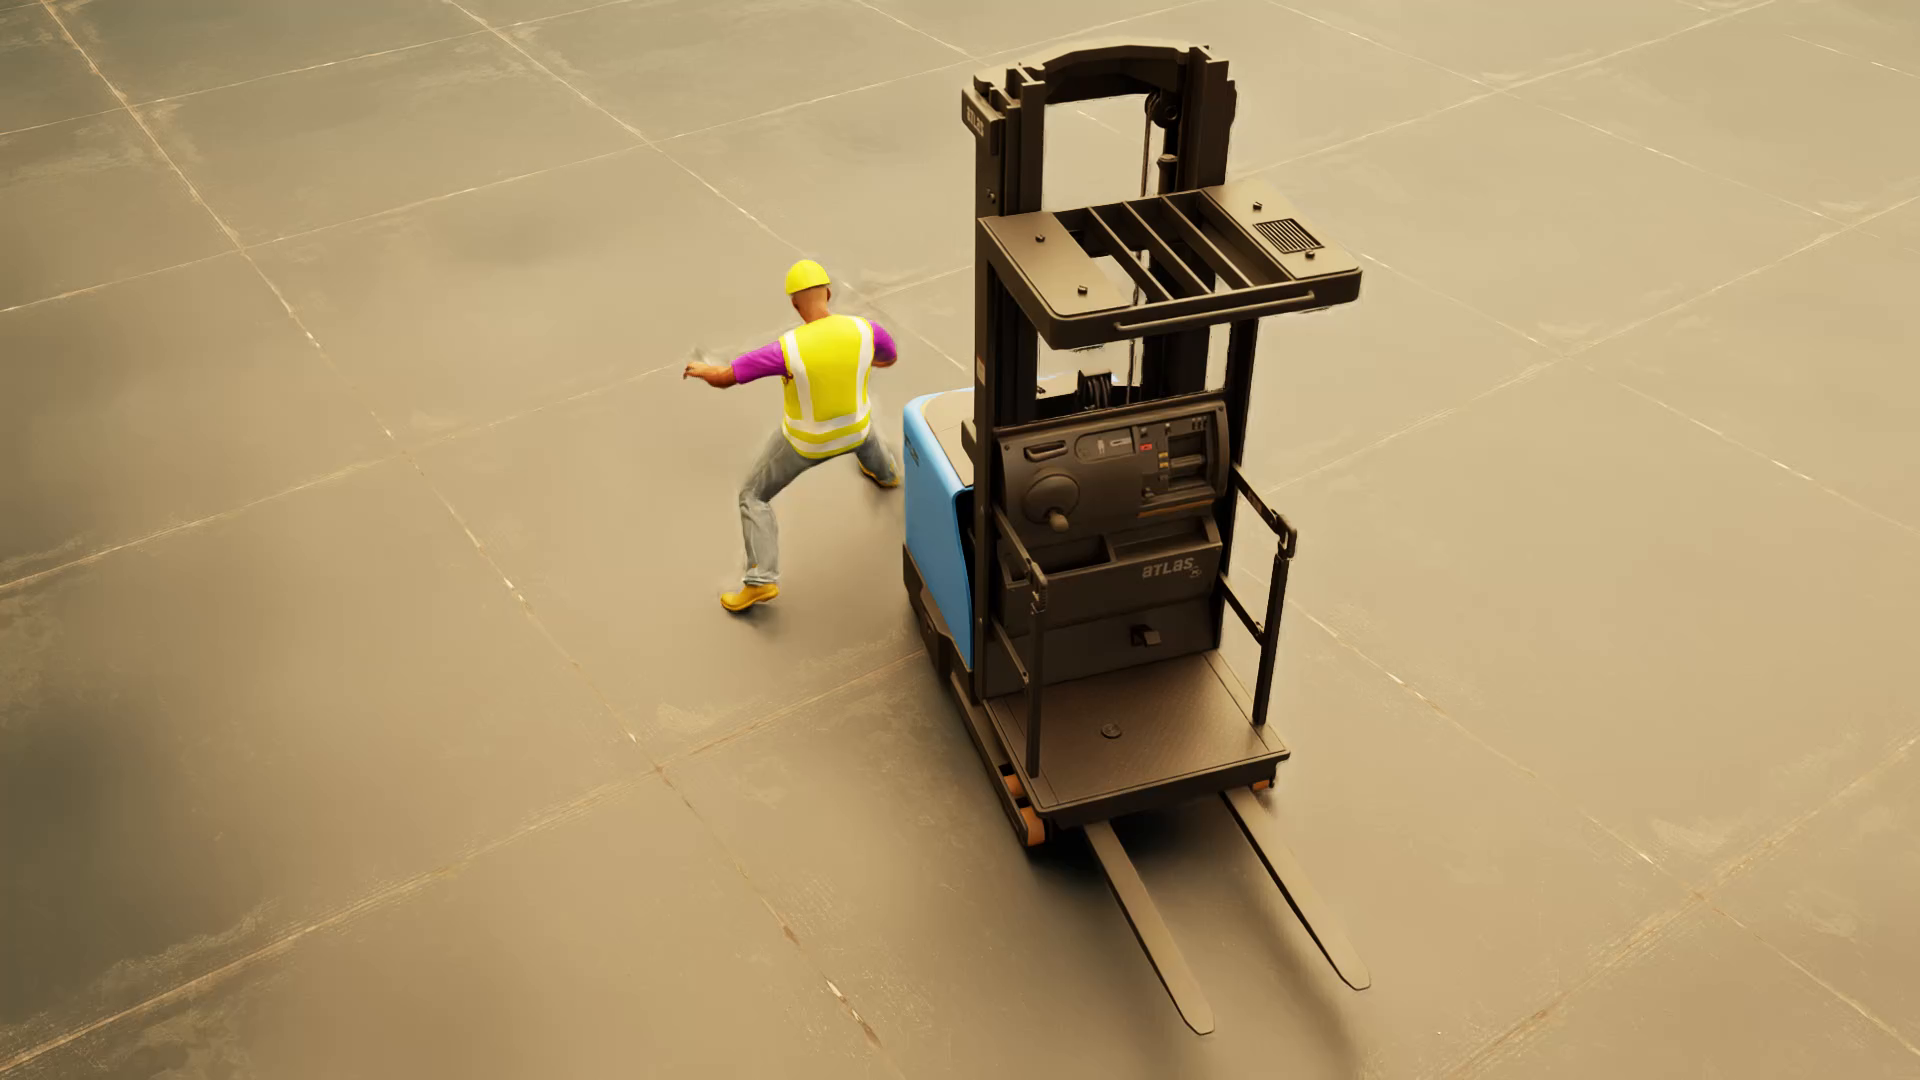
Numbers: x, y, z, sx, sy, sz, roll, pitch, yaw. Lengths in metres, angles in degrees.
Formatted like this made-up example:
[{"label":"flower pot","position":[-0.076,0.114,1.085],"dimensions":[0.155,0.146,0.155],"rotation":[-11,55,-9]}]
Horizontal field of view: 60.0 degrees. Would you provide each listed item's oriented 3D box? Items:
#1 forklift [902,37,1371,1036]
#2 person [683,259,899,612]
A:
[{"label":"forklift","position":[0.670,-0.210,6.229],"dimensions":[1.130,2.935,3.031],"rotation":[-11,38,-15]},{"label":"person","position":[-0.755,-0.639,7.977],"dimensions":[1.216,1.573,0.960],"rotation":[-18,40,-23]}]
